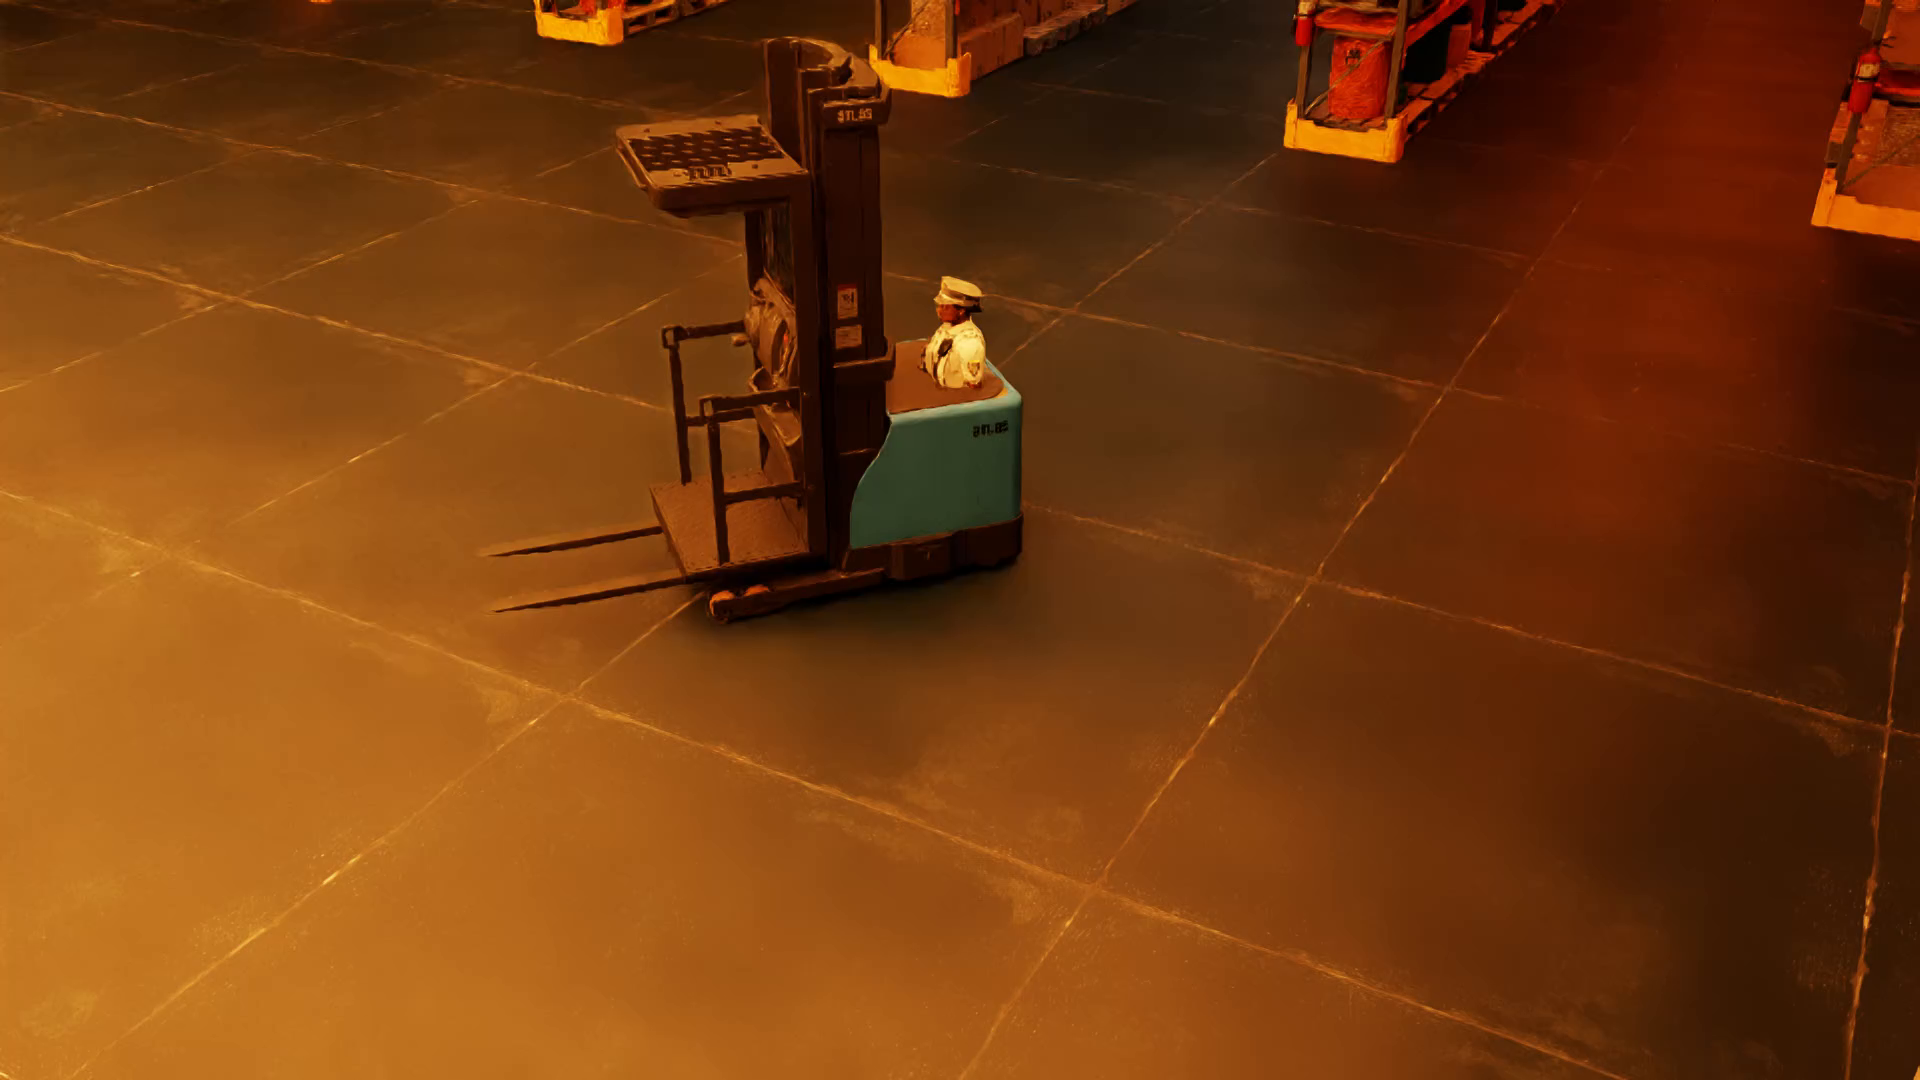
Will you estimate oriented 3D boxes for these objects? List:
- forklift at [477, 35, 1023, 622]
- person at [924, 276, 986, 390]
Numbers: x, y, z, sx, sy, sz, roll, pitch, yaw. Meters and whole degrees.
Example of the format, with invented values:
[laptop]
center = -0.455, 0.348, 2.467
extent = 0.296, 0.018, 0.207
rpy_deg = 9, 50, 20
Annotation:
[forklift]
center = -1.208, -1.115, 9.003
extent = 3.031, 2.935, 1.130
rpy_deg = -10, 32, -17
[person]
center = -0.107, -0.696, 9.537
extent = 0.563, 1.680, 0.475
rpy_deg = -10, 31, -16
